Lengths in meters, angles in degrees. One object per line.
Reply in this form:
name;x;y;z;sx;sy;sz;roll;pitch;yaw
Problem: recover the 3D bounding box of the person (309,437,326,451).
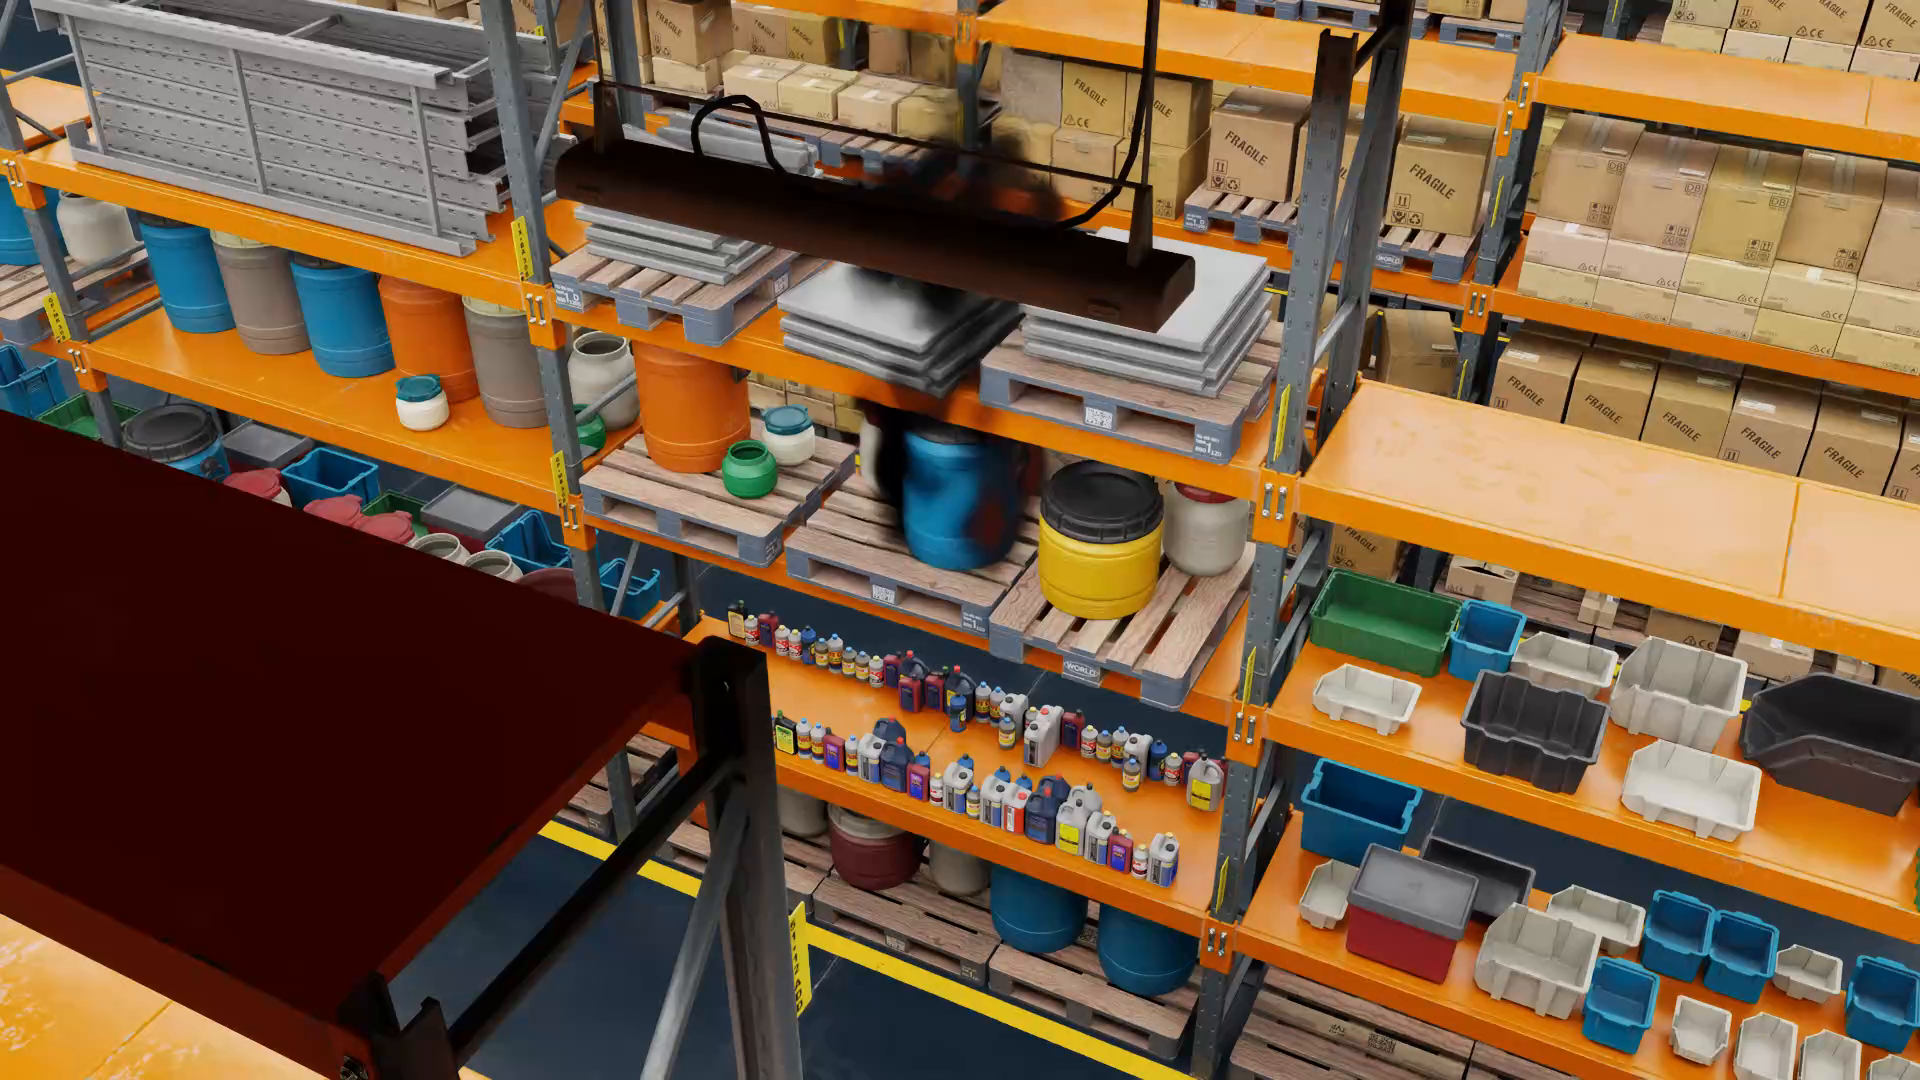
person;-5.396;-1.000;13.797;0.576;1.719;0.679;14;37;19
